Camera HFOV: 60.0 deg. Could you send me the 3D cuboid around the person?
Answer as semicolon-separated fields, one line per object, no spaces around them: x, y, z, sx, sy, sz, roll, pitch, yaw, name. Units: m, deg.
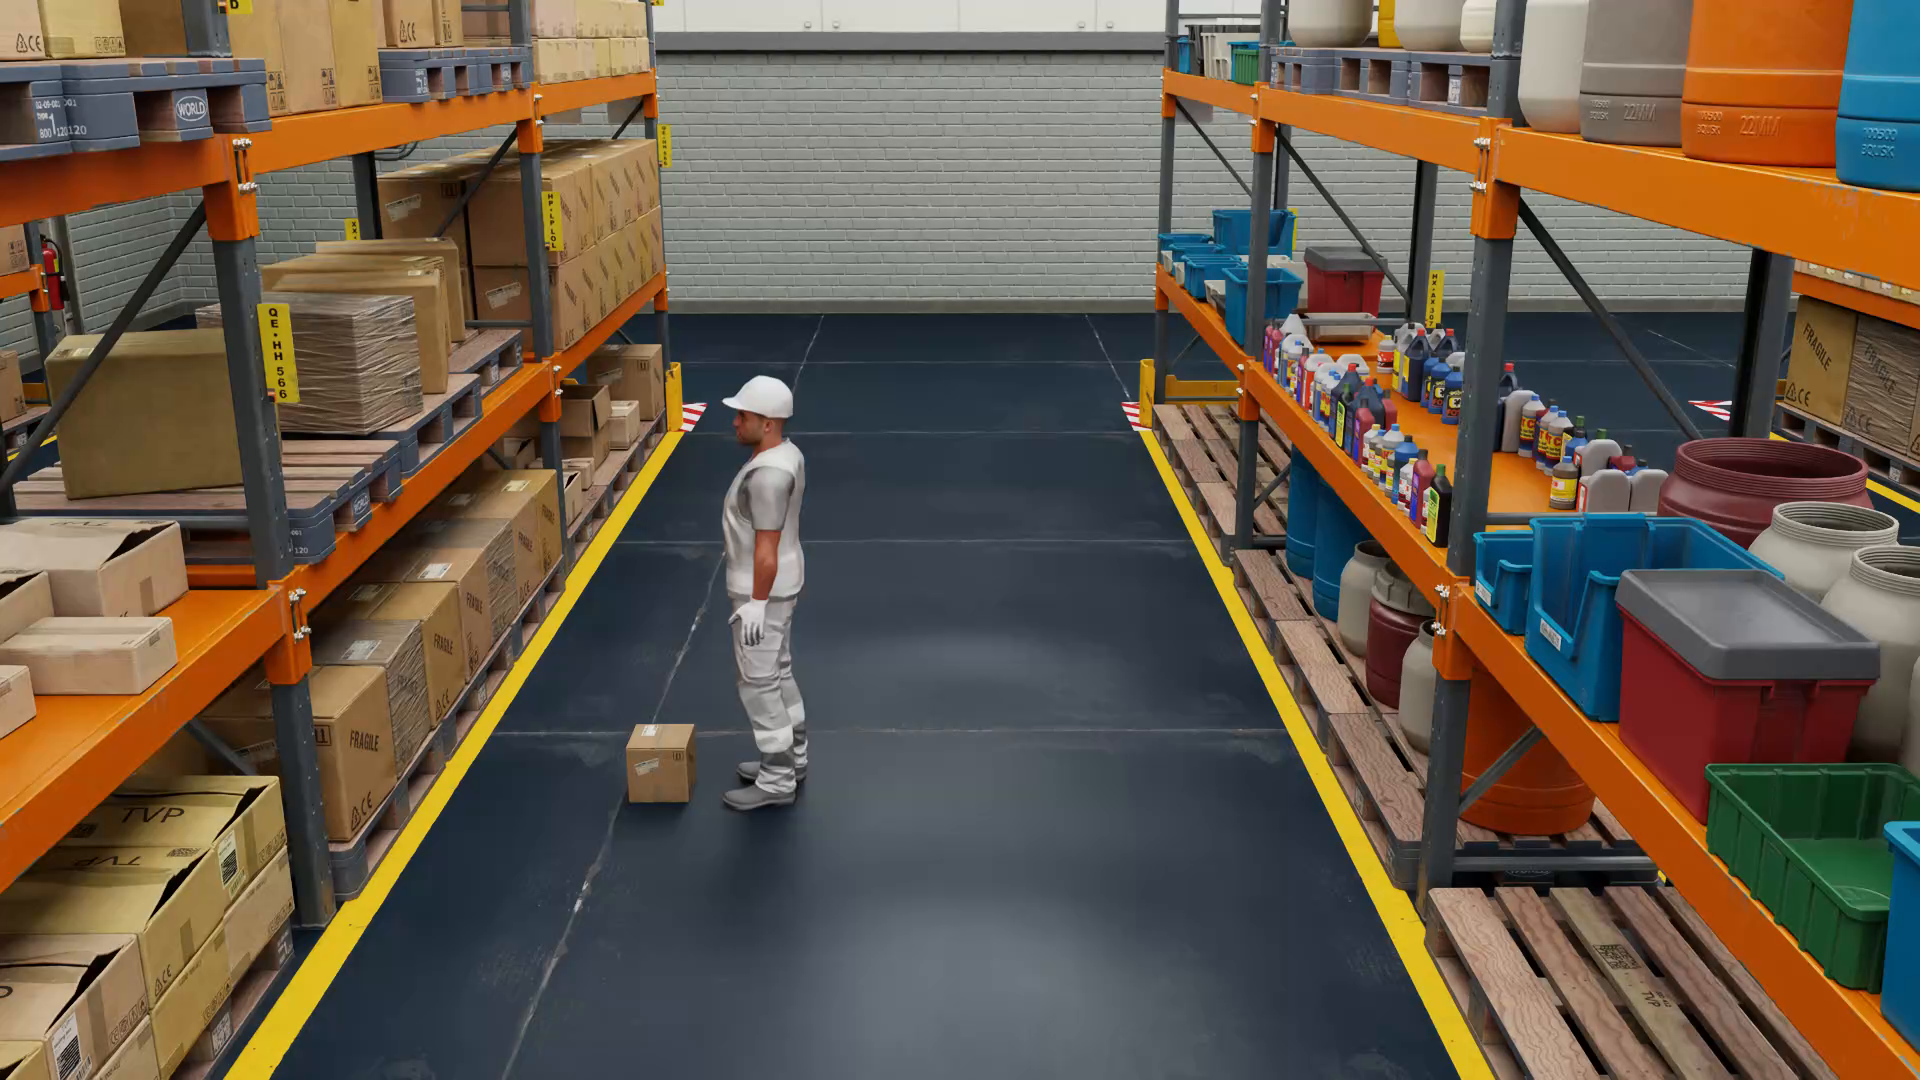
-0.807;0.212;6.805;0.361;1.789;0.526;0;17;0;person
